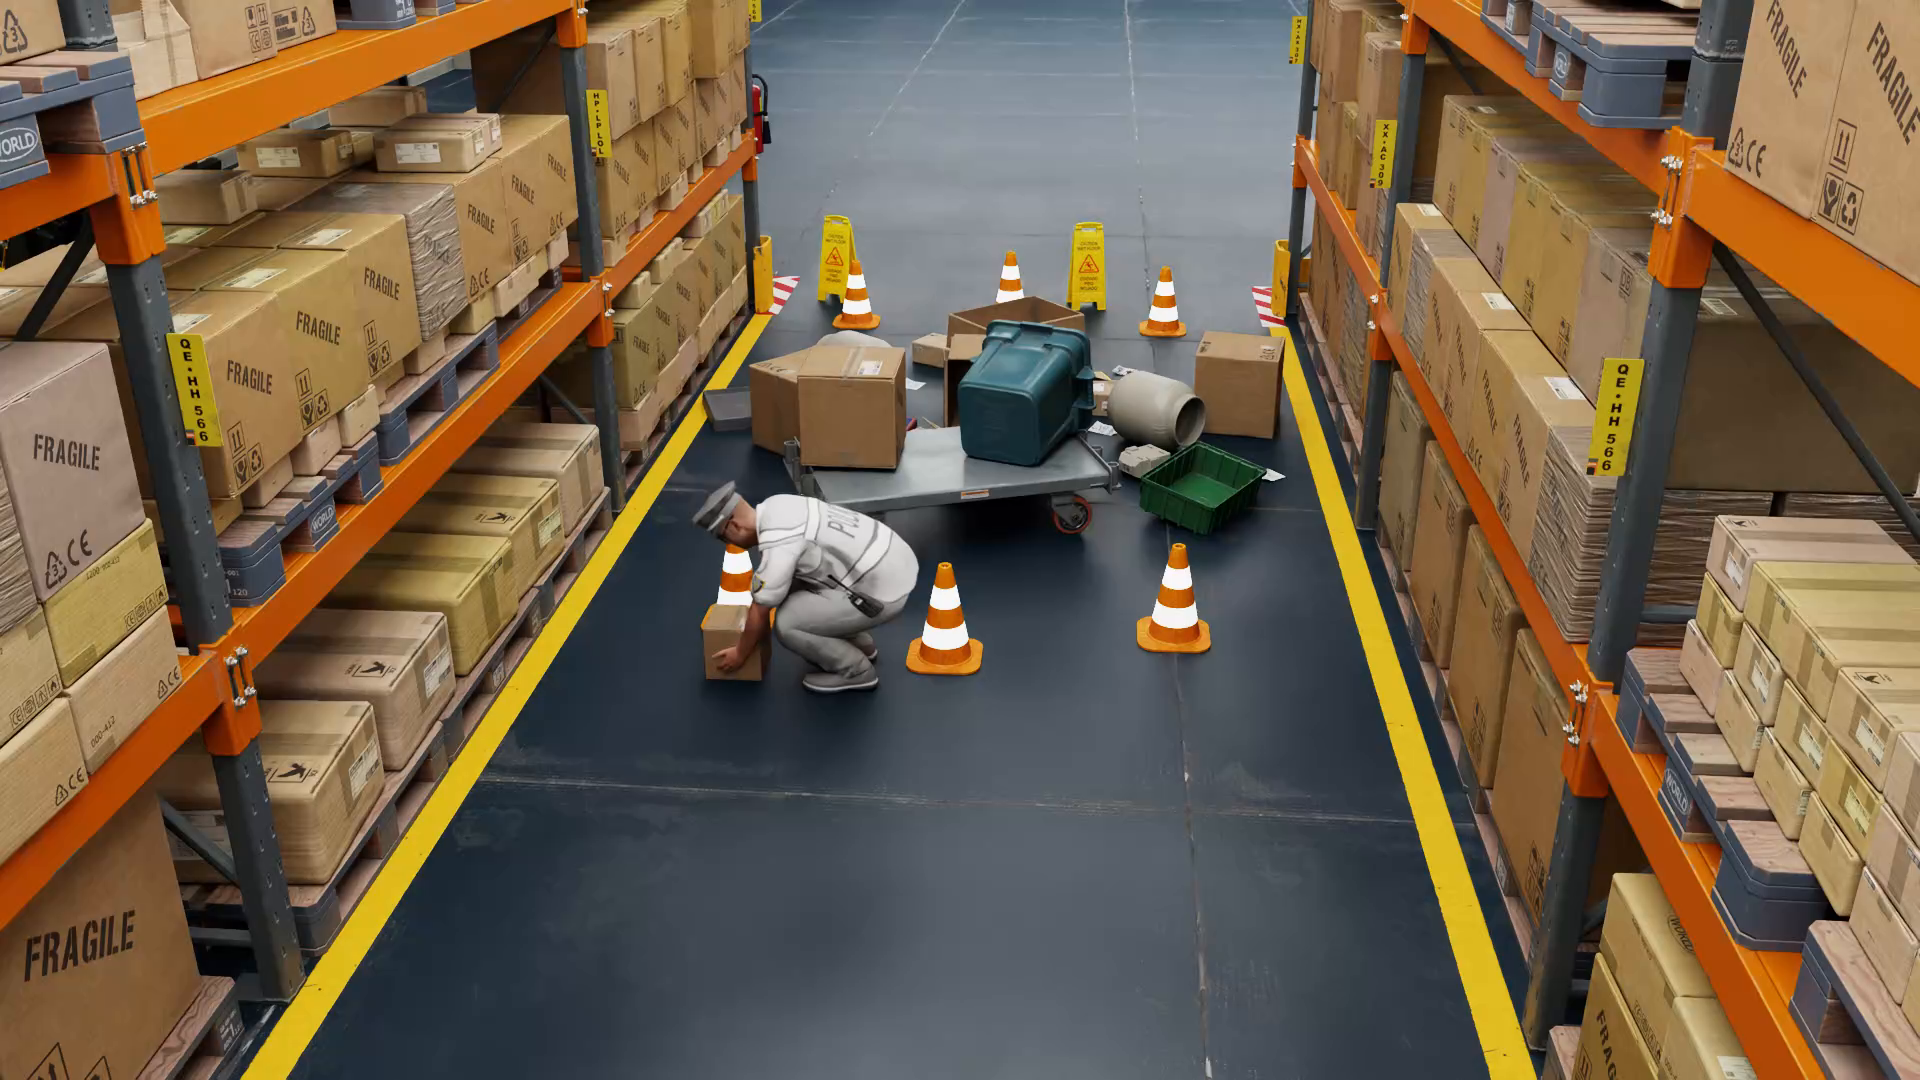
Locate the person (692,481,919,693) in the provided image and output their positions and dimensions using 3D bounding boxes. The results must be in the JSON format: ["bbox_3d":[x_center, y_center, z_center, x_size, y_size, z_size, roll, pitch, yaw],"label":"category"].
[{"bbox_3d":[-0.676,0.176,7.228,0.925,0.920,0.552,2,24,4],"label":"person"}]
